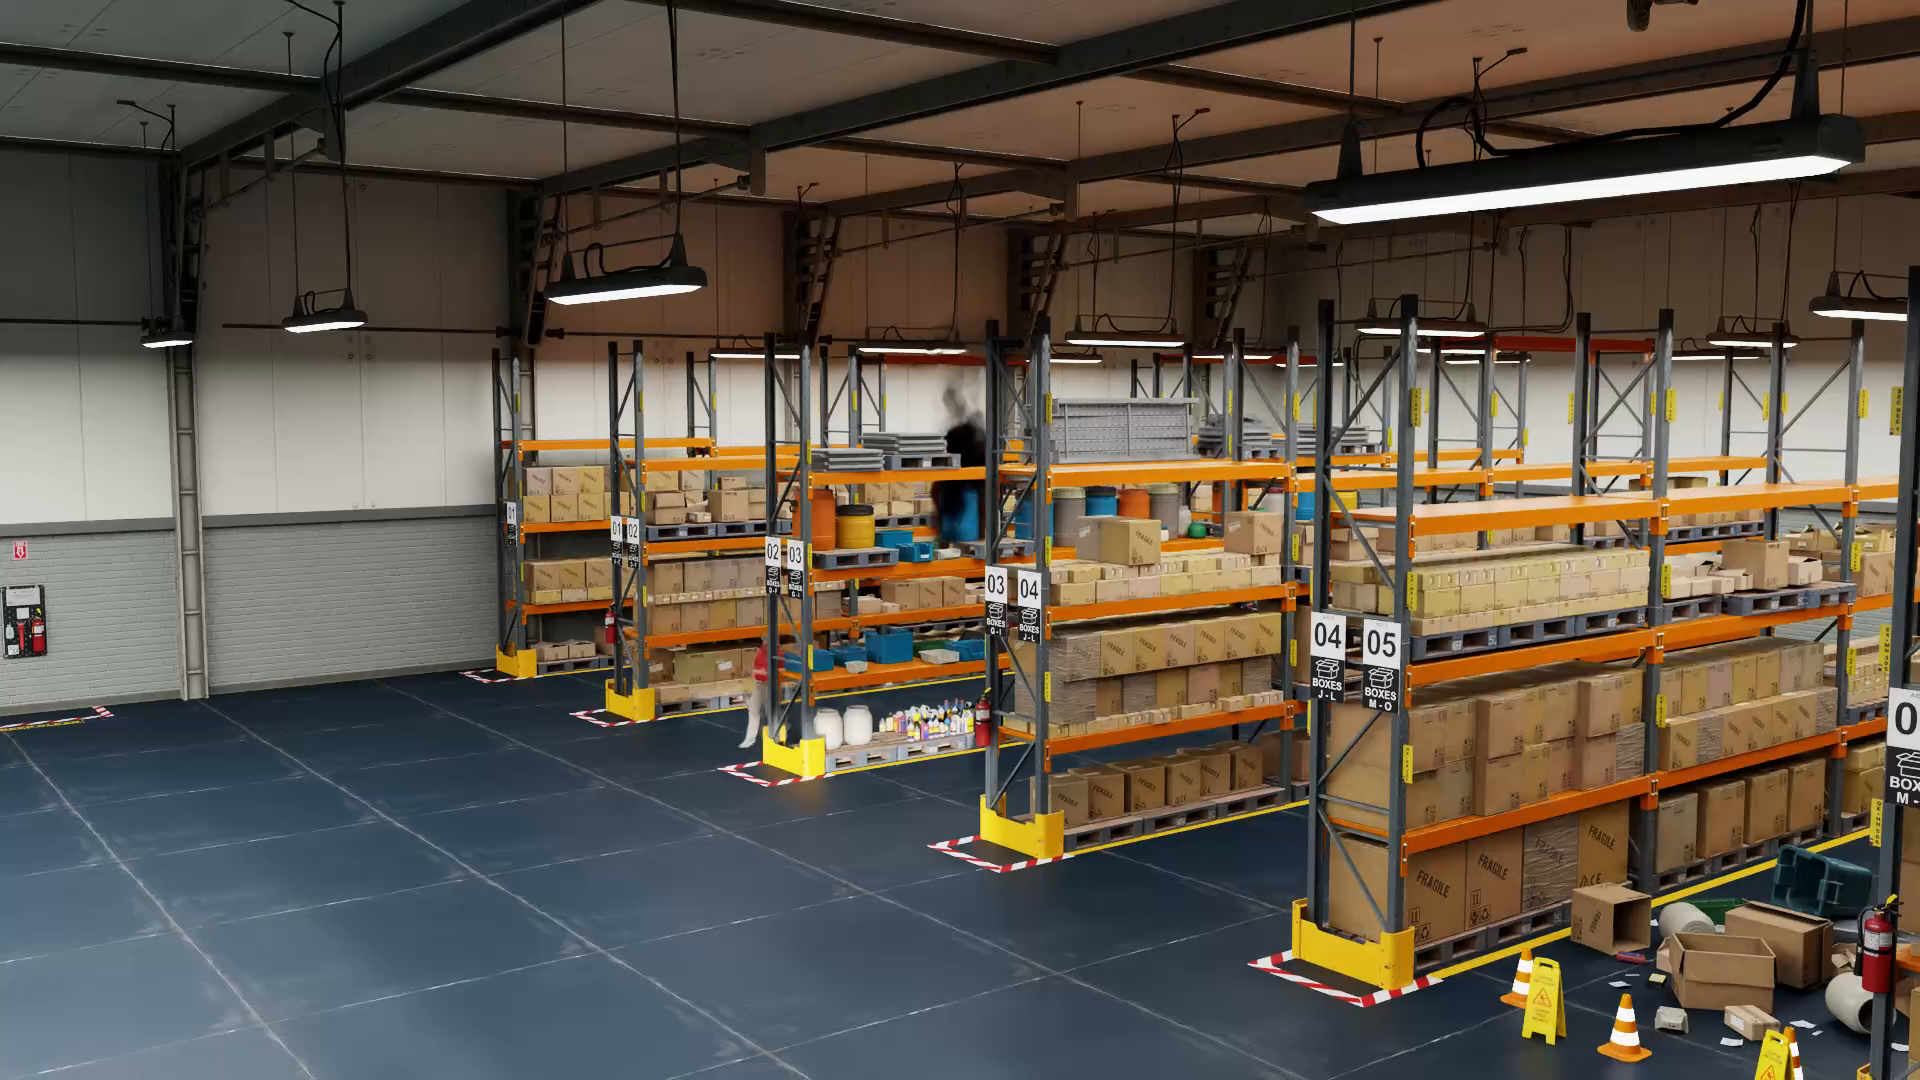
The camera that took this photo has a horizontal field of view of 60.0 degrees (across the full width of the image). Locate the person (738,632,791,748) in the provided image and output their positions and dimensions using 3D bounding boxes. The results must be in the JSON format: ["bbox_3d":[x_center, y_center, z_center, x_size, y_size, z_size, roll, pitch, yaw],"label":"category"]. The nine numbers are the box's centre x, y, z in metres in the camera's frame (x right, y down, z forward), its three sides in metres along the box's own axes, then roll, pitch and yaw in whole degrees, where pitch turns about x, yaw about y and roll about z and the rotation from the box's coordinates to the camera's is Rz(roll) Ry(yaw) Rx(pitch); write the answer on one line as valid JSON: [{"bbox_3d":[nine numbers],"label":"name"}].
[{"bbox_3d":[-2.775,2.188,24.435,0.690,1.742,0.913,4,7,41],"label":"person"}]
